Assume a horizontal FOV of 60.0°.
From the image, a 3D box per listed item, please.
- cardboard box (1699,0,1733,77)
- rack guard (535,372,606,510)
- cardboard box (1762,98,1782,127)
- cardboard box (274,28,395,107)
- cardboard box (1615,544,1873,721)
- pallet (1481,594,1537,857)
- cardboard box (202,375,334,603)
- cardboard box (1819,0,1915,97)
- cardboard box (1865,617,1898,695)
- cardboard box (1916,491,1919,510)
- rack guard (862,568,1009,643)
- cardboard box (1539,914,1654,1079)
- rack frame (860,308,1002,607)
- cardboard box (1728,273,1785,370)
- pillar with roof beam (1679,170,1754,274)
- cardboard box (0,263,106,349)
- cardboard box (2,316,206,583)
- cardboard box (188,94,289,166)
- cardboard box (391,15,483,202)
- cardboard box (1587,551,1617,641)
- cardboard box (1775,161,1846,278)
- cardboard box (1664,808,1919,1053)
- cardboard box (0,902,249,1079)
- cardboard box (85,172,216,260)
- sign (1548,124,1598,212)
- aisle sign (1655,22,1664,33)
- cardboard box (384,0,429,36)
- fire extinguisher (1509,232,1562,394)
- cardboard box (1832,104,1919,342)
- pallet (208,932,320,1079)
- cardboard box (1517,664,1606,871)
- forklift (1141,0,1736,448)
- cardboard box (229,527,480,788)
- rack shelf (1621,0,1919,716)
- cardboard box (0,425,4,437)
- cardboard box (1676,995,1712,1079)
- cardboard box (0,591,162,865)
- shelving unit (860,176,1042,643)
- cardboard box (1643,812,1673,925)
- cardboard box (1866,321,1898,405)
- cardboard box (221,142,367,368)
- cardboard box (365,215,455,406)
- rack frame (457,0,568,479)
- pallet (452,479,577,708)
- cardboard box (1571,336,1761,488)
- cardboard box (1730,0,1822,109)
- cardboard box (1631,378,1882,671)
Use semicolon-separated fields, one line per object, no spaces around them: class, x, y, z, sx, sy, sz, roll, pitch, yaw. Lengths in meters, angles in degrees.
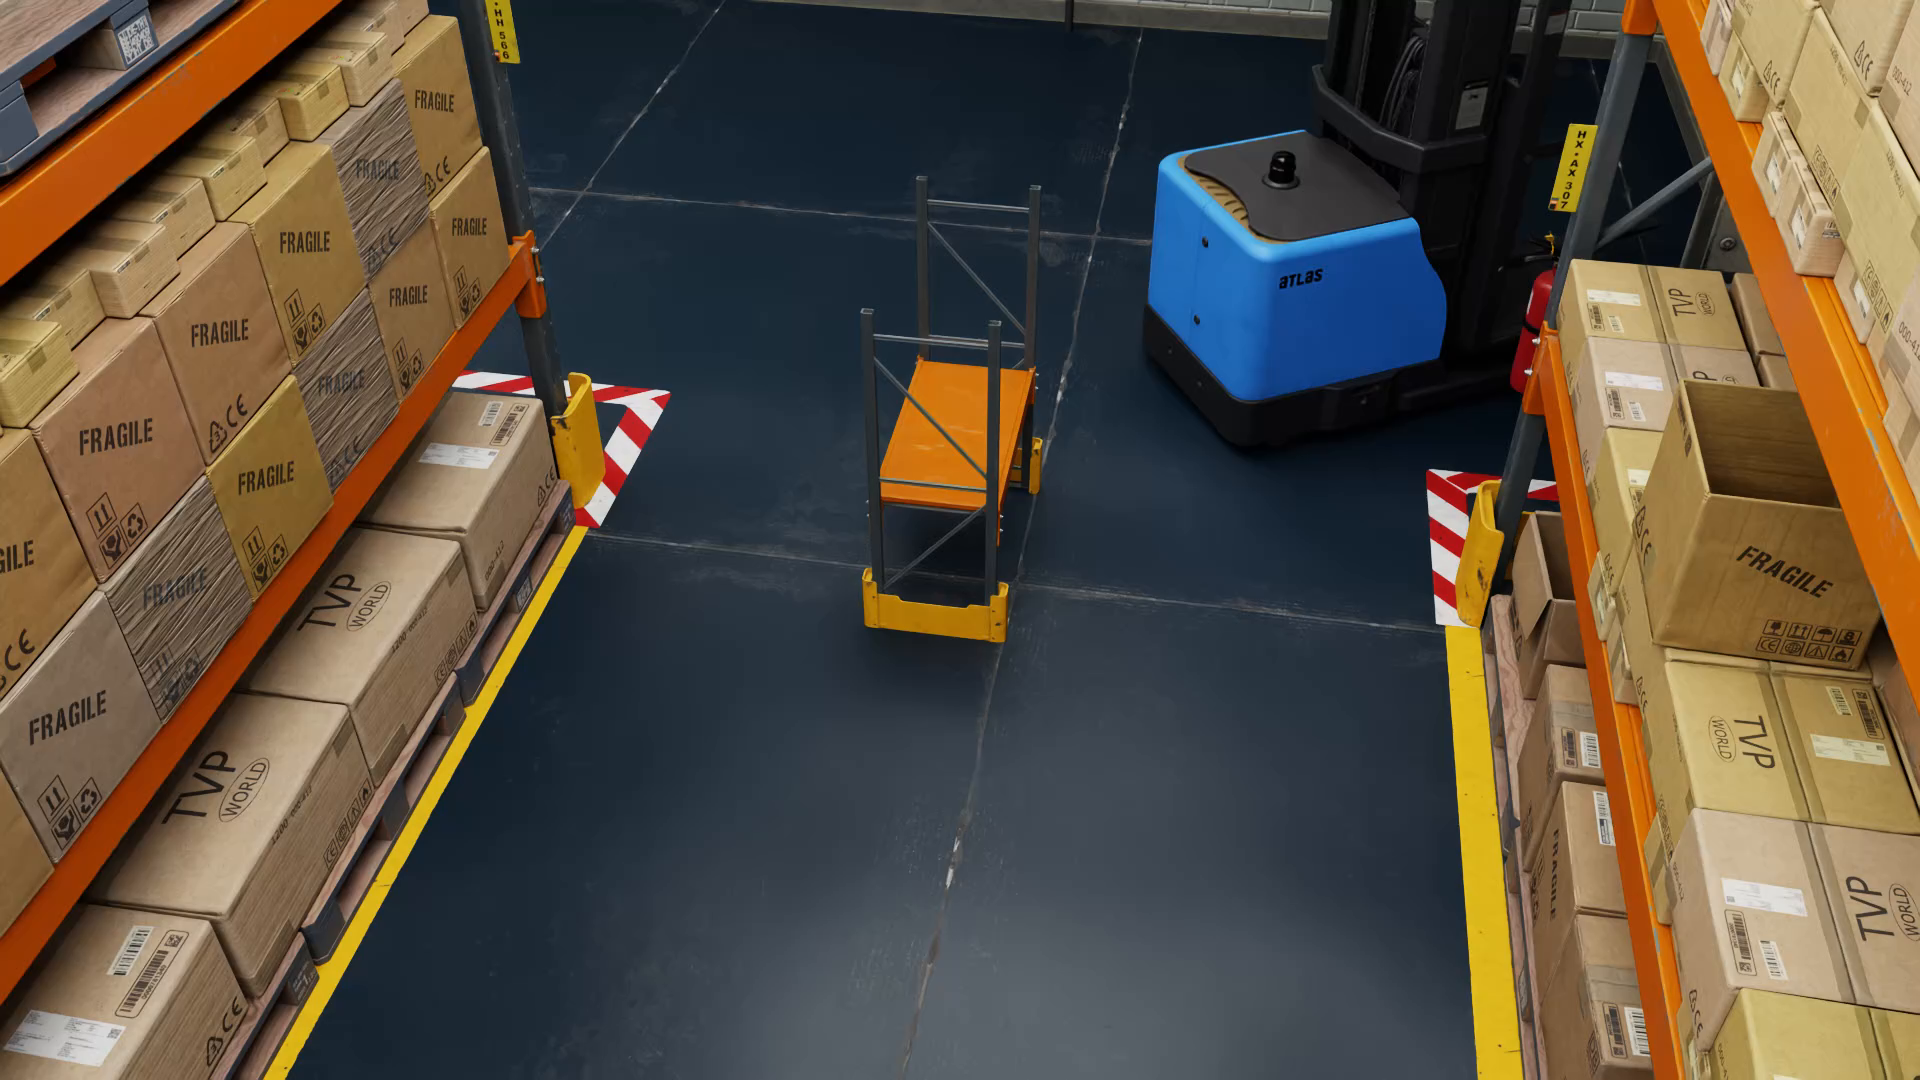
cardboard box;2.157;-1.310;4.323;0.380;0.149;0.250;7;40;9
rack guard;-2.219;-0.493;7.454;1.175;0.500;0.348;6;40;8
cardboard box;2.137;-0.983;3.928;0.380;0.149;0.250;6;40;7
cardboard box;-2.070;-1.535;5.380;0.380;0.149;0.250;6;40;7
cardboard box;2.084;0.260;4.466;0.500;0.250;0.500;5;40;7
pallet;2.516;0.726;6.206;1.003;0.211;1.213;6;40;8
cardboard box;-2.303;-0.185;5.042;0.500;0.500;0.500;8;40;9
cardboard box;2.084;-1.096;3.360;0.500;0.250;0.500;7;40;9
cardboard box;2.577;0.326;4.385;0.500;0.250;0.500;6;40;8
cardboard box;1.846;-0.025;2.769;0.380;0.149;0.250;8;40;9
rack guard;-0.099;0.264;6.734;0.587;0.250;0.087;6;40;8
cardboard box;2.101;1.462;4.760;0.700;0.500;0.500;5;40;6
rack frame;-0.103;-0.205;6.321;0.500;1.500;0.032;6;40;8
cardboard box;2.848;-0.635;5.549;0.500;0.250;0.500;7;40;9
pillar with roof beam;-0.219;-5.276;6.569;9.100;9.000;0.400;6;40;8
cardboard box;-2.433;-0.582;4.227;0.380;0.149;0.250;6;40;8
cardboard box;-2.401;-0.264;4.352;0.500;0.500;0.500;7;40;9
cardboard box;-2.269;-1.225;5.005;0.380;0.149;0.250;6;40;7
cardboard box;-2.072;-1.537;5.891;0.500;0.500;0.500;8;40;9
cardboard box;2.067;0.179;4.876;0.380;0.149;0.250;5;40;6
cardboard box;1.983;-0.673;3.553;0.380;0.149;0.250;7;40;9
cardboard box;1.894;0.894;3.698;0.500;0.250;0.500;7;40;8
cardboard box;-2.701;1.512;4.748;0.875;0.438;0.875;6;40;7
cardboard box;-2.319;-0.899;4.611;0.380;0.149;0.250;8;40;9
sign;2.132;-1.290;5.777;0.100;0.325;0.005;6;40;8
aisle sign;2.389;-1.974;5.243;0.394;0.787;0.004;6;40;8
cardboard box;-2.088;-1.868;5.783;0.380;0.149;0.250;7;40;8
fire extinguisher;2.237;-0.866;6.297;0.296;0.674;0.183;6;40;8
cardboard box;1.991;-0.577;3.124;0.500;0.250;0.500;7;40;9
pallet;-2.707;1.675;5.059;1.003;0.211;1.213;6;40;8
cardboard box;2.281;0.811;5.548;0.700;0.500;0.500;8;40;9
forklift;2.480;-2.150;7.550;3.031;2.935;1.130;-14;42;-16
cardboard box;-2.389;0.385;6.112;0.875;0.438;0.875;7;40;9
rack shelf;2.320;-0.520;3.736;1.077;0.370;4.000;6;40;8
cardboard box;-2.470;-0.252;3.828;0.380;0.149;0.250;6;40;7
cardboard box;1.825;1.151;3.701;0.380;0.149;0.250;7;40;9
cardboard box;-2.485;0.449;4.274;0.500;0.500;0.500;7;40;8
shelving unit;-0.013;-0.530;6.714;0.587;1.500;1.083;6;40;8
cardboard box;1.914;0.826;4.094;0.380;0.149;0.250;6;40;7
cardboard box;1.968;-0.343;3.154;0.380;0.149;0.250;8;40;9
cardboard box;-2.222;-0.895;5.116;0.500;0.500;0.500;6;40;7
cardboard box;-2.148;-0.835;5.827;0.500;0.500;0.500;6;40;7
rack frame;-2.223;-1.442;6.640;1.000;3.000;0.127;6;40;8
pallet;-2.284;0.144;6.911;1.003;0.211;1.213;6;40;8
cardboard box;2.236;-0.382;5.242;0.500;0.250;0.500;7;40;8
cardboard box;2.152;-1.220;3.902;0.500;0.250;0.500;5;40;6
cardboard box;2.063;-0.046;4.247;0.500;0.500;0.500;7;40;9
